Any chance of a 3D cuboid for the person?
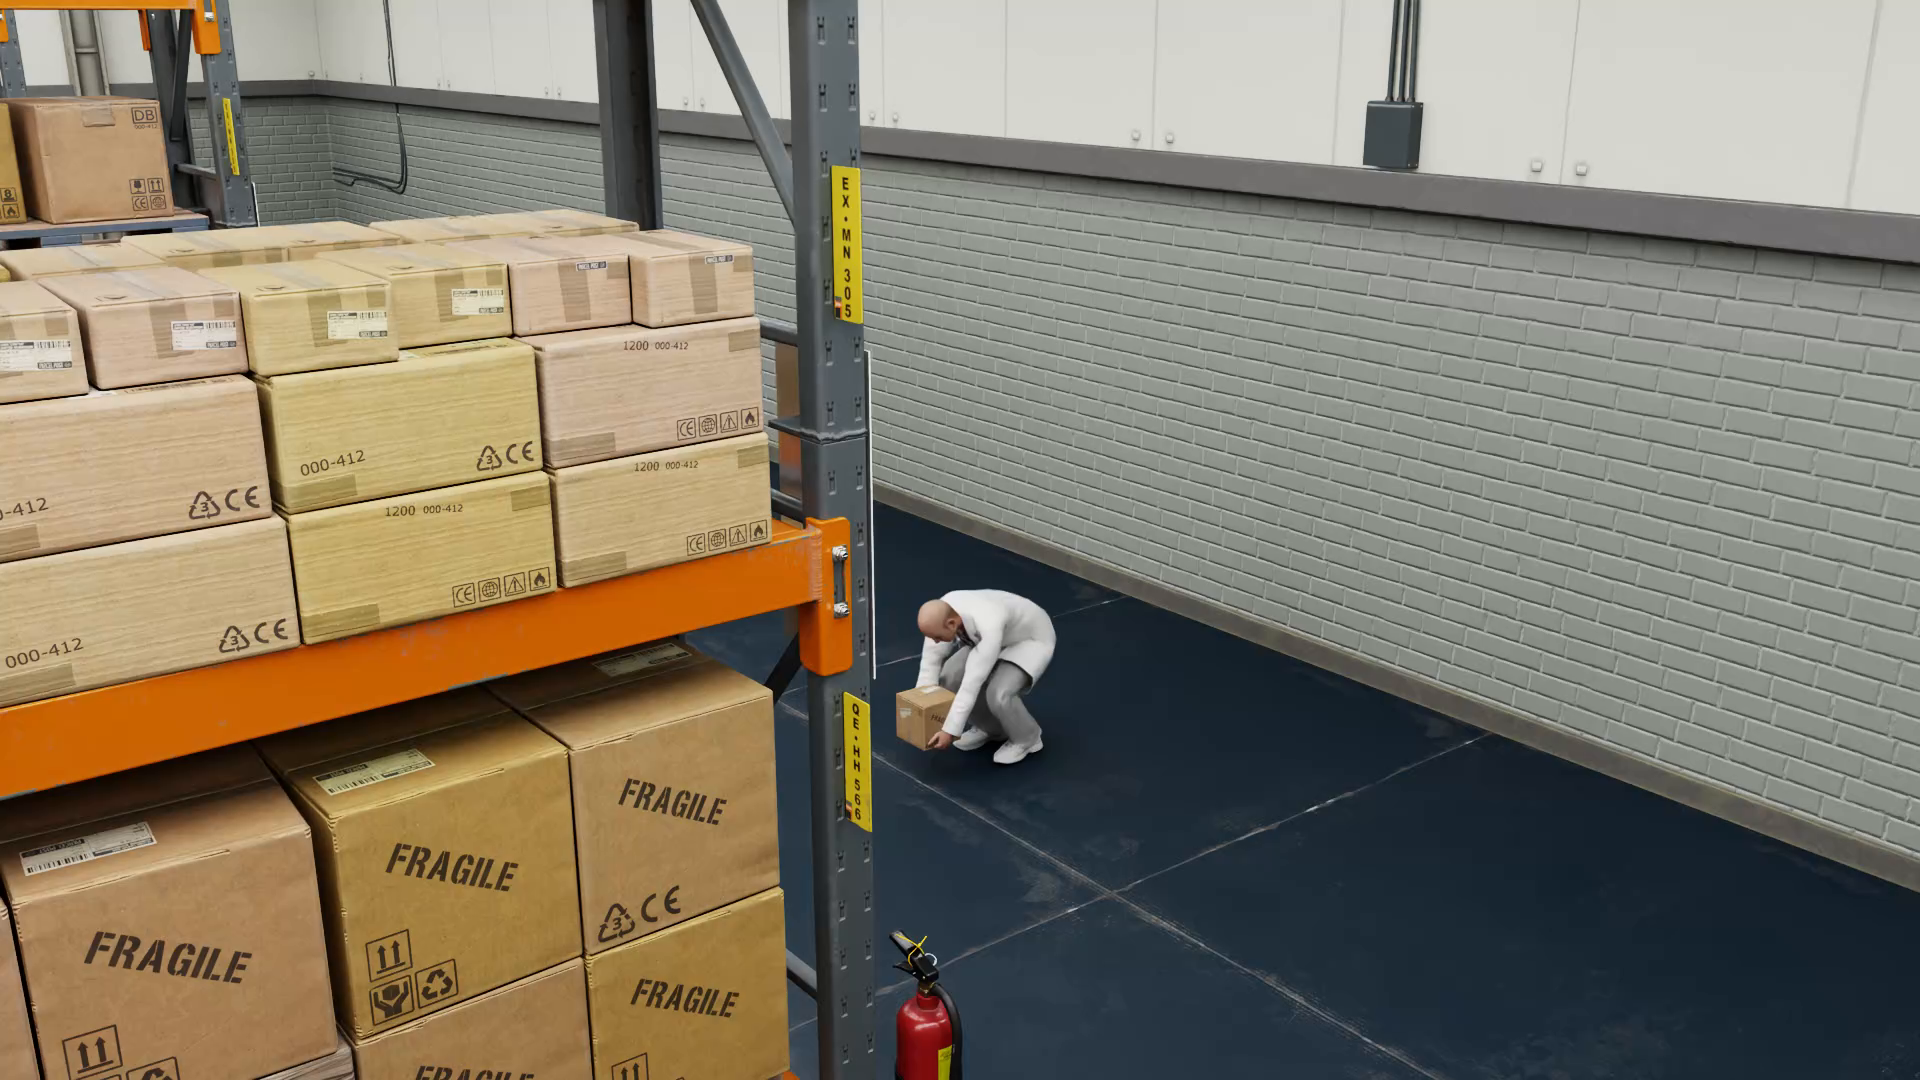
[{"bbox_3d":[0.121,0.718,9.081,0.940,1.003,0.587,-14,22,-38],"label":"person"}]
